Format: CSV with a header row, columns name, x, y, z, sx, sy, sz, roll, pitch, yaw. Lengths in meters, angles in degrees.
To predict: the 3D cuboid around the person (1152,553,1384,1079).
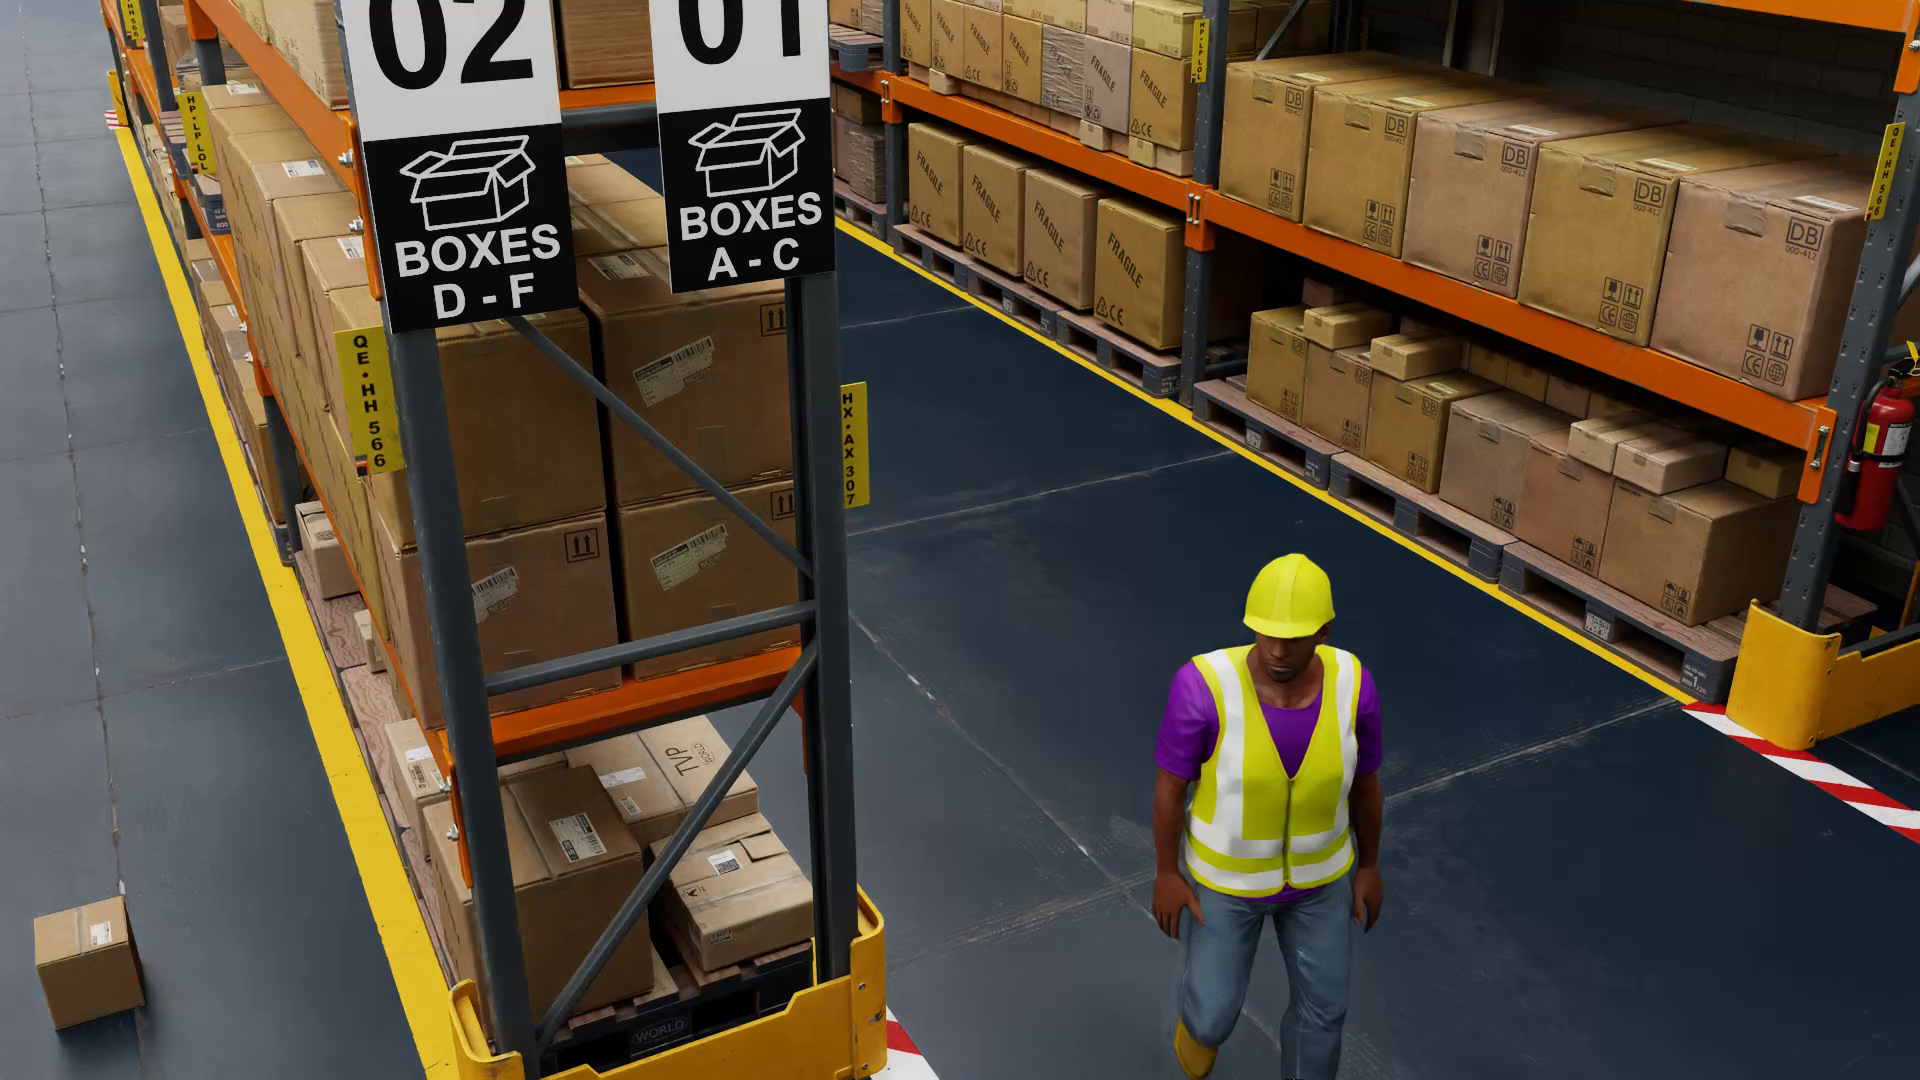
name,x,y,z,sx,sy,sz,roll,pitch,yaw
person,0.793,0.834,4.290,0.617,1.754,0.655,-4,26,-9
